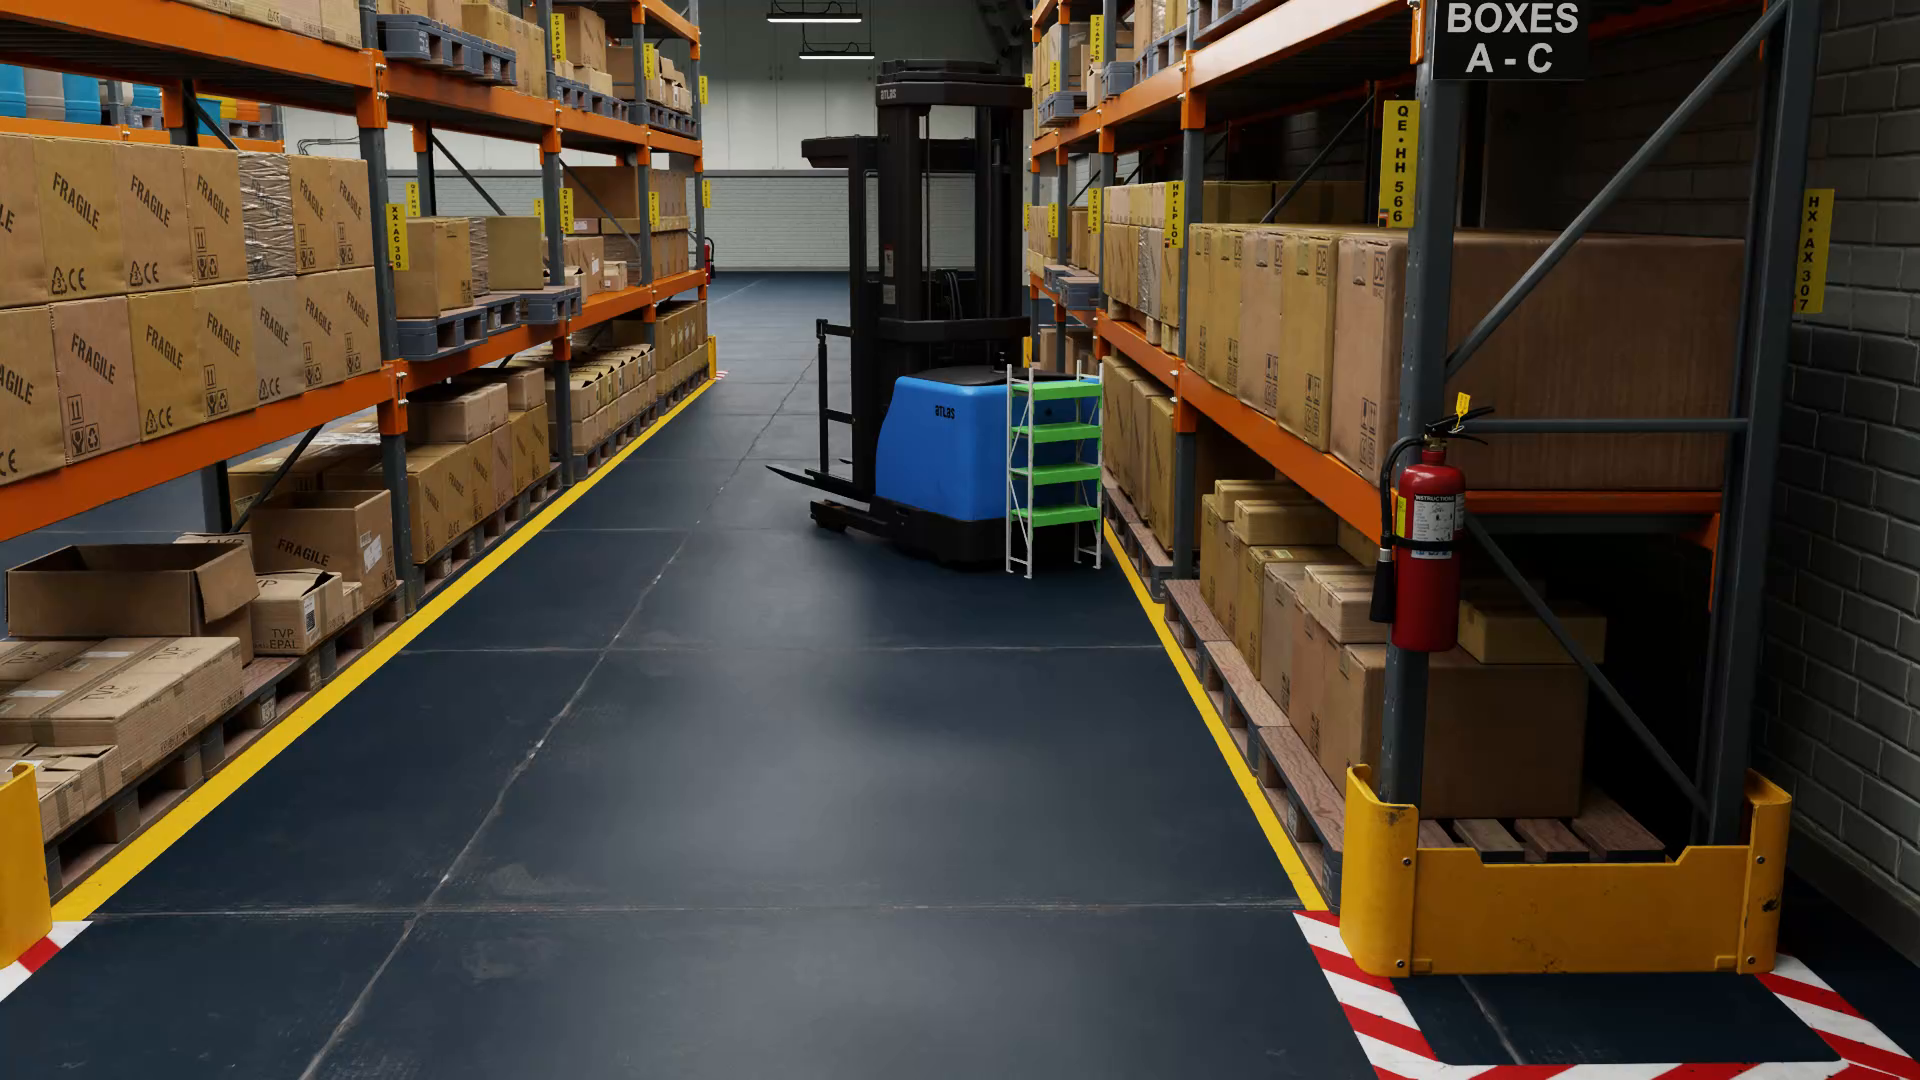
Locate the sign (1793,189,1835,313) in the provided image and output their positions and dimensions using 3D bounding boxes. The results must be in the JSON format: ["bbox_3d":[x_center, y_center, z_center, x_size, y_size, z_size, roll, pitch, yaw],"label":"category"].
[{"bbox_3d":[2.254,-0.766,4.413,0.100,0.325,0.005,0,11,-1],"label":"sign"}]

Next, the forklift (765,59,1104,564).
[{"bbox_3d":[-0.334,-1.542,10.790,1.130,2.935,3.031,-7,13,-31],"label":"forklift"}]

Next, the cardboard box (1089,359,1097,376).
[{"bbox_3d":[1.513,-1.327,14.737,0.700,0.500,0.500,0,11,-1],"label":"cardboard box"}]

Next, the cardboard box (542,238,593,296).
[{"bbox_3d":[-3.481,-2.358,14.385,0.500,0.500,0.500,0,11,-1],"label":"cardboard box"}]

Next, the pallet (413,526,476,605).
[{"bbox_3d":[-3.391,0.130,9.390,1.003,0.211,1.213,0,11,-1],"label":"pallet"}]

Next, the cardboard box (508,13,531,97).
[{"bbox_3d":[-3.366,-3.202,11.001,0.910,0.500,0.500,0,11,-1],"label":"cardboard box"}]

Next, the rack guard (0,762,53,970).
[{"bbox_3d":[-3.255,0.929,4.720,1.175,0.500,0.348,0,11,-1],"label":"rack guard"}]

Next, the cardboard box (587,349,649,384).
[{"bbox_3d":[-3.190,-1.616,15.430,0.500,0.311,0.500,0,11,0],"label":"cardboard box"}]

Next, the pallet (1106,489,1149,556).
[{"bbox_3d":[1.497,-0.126,10.651,1.003,0.211,1.213,0,11,-1],"label":"pallet"}]

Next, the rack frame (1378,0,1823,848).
[{"bbox_3d":[1.699,-0.302,4.501,1.000,3.000,0.127,0,11,-1],"label":"rack frame"}]

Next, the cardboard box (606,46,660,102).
[{"bbox_3d":[-3.249,-4.561,16.290,0.500,0.500,0.500,1,11,4],"label":"cardboard box"}]

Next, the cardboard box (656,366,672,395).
[{"bbox_3d":[-3.208,-1.618,16.847,0.500,0.250,0.500,0,11,-1],"label":"cardboard box"}]

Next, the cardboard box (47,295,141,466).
[{"bbox_3d":[-3.015,-0.521,5.333,0.500,0.500,0.500,0,11,-2],"label":"cardboard box"}]

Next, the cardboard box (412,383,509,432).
[{"bbox_3d":[-3.135,-0.829,10.397,0.500,0.250,0.500,0,11,-2],"label":"cardboard box"}]

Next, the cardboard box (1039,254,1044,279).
[{"bbox_3d":[1.110,-2.915,17.711,0.500,0.250,0.500,0,11,-1],"label":"cardboard box"}]

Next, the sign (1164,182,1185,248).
[{"bbox_3d":[1.074,-1.621,8.293,0.100,0.325,0.005,0,11,-1],"label":"sign"}]

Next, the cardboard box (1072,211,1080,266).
[{"bbox_3d":[1.427,-2.850,15.706,0.700,0.500,0.500,0,11,-1],"label":"cardboard box"}]

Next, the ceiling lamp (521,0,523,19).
[{"bbox_3d":[-10.591,-14.292,43.693,2.000,3.185,0.800,0,11,-1],"label":"ceiling lamp"}]

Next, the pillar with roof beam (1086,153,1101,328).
[{"bbox_3d":[-2.181,-7.462,24.705,9.100,9.000,0.400,0,11,-1],"label":"pillar with roof beam"}]

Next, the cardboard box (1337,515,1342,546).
[{"bbox_3d":[1.748,-0.069,6.952,0.380,0.149,0.250,0,11,-1],"label":"cardboard box"}]

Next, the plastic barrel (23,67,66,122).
[{"bbox_3d":[-8.213,-4.132,14.576,0.600,0.901,0.600,0,11,0],"label":"plastic barrel"}]

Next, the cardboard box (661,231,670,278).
[{"bbox_3d":[-3.553,-3.109,18.090,0.700,0.500,0.500,0,11,1],"label":"cardboard box"}]

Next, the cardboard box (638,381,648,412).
[{"bbox_3d":[-3.195,-1.342,15.491,0.500,0.250,0.500,0,11,-2],"label":"cardboard box"}]

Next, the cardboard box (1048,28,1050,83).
[{"bbox_3d":[1.147,-4.914,16.875,0.500,0.500,0.500,0,11,2],"label":"cardboard box"}]

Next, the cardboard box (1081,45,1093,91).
[{"bbox_3d":[1.382,-4.303,15.372,0.500,0.500,0.500,1,12,7],"label":"cardboard box"}]

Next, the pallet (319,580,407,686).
[{"bbox_3d":[-3.323,0.428,7.921,1.003,0.211,1.213,0,11,-1],"label":"pallet"}]

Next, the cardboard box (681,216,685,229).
[{"bbox_3d":[-3.374,-3.650,19.122,0.380,0.149,0.250,0,11,-2],"label":"cardboard box"}]

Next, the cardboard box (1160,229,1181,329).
[{"bbox_3d":[1.354,-1.392,8.826,0.500,0.500,0.500,0,11,-2],"label":"cardboard box"}]

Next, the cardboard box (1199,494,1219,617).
[{"bbox_3d":[1.529,0.072,7.892,0.700,0.500,0.500,0,11,0],"label":"cardboard box"}]

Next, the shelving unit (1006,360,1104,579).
[{"bbox_3d":[0.545,-0.413,9.578,0.503,1.200,0.258,-7,13,-31],"label":"shelving unit"}]

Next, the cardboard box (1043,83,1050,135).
[{"bbox_3d":[1.146,-4.526,17.477,0.500,0.500,0.500,-1,11,-3],"label":"cardboard box"}]

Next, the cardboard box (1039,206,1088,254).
[{"bbox_3d":[1.116,-3.283,17.637,0.500,0.500,0.500,-1,11,-3],"label":"cardboard box"}]

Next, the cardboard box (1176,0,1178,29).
[{"bbox_3d":[1.685,-3.217,9.969,0.700,0.500,0.500,0,11,-1],"label":"cardboard box"}]

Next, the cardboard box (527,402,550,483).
[{"bbox_3d":[-3.165,-0.676,11.529,0.500,0.500,0.500,0,11,1],"label":"cardboard box"}]

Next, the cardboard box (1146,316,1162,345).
[{"bbox_3d":[1.273,-1.203,9.528,0.380,0.149,0.250,0,11,-1],"label":"cardboard box"}]

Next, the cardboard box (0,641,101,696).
[{"bbox_3d":[-3.501,0.555,6.086,0.500,0.250,0.500,0,11,-1],"label":"cardboard box"}]

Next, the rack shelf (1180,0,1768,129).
[{"bbox_3d":[1.657,-1.817,6.234,1.077,0.370,4.000,0,11,-1],"label":"rack shelf"}]

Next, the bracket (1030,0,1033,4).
[{"bbox_3d":[1.582,-11.033,33.254,0.076,0.066,4.783,0,11,-1],"label":"bracket"}]

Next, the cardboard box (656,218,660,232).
[{"bbox_3d":[-3.336,-3.290,17.349,0.380,0.149,0.250,-1,11,-3],"label":"cardboard box"}]

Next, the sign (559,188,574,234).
[{"bbox_3d":[-2.877,-2.403,12.149,0.100,0.325,0.005,0,11,-1],"label":"sign"}]

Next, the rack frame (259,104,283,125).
[{"bbox_3d":[-8.537,-6.381,19.381,1.000,3.000,0.127,0,11,-1],"label":"rack frame"}]

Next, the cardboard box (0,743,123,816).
[{"bbox_3d":[-2.924,0.758,5.297,0.380,0.166,0.250,0,11,-1],"label":"cardboard box"}]

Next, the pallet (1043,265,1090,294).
[{"bbox_3d":[1.321,-2.440,15.526,1.003,0.211,1.213,0,11,-1],"label":"pallet"}]

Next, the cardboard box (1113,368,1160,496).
[{"bbox_3d":[1.429,-0.723,10.930,0.750,0.750,0.750,0,11,-1],"label":"cardboard box"}]

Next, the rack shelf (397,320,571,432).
[{"bbox_3d":[-3.378,-1.121,10.348,1.077,0.370,4.000,0,11,-1],"label":"rack shelf"}]

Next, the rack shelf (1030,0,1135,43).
[{"bbox_3d":[1.409,-5.670,17.694,1.077,0.370,4.000,0,11,-1],"label":"rack shelf"}]

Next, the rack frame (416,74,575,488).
[{"bbox_3d":[-3.419,-1.871,12.236,1.000,3.000,0.127,0,11,-1],"label":"rack frame"}]

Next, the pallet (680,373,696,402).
[{"bbox_3d":[-3.505,-1.701,18.411,1.003,0.211,1.213,0,11,-1],"label":"pallet"}]

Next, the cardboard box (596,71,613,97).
[{"bbox_3d":[-3.499,-4.146,15.226,0.500,0.250,0.500,1,12,5],"label":"cardboard box"}]

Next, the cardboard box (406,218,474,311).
[{"bbox_3d":[-3.200,-1.562,9.406,0.700,0.500,0.500,2,12,8],"label":"cardboard box"}]

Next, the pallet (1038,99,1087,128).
[{"bbox_3d":[1.357,-3.942,15.372,1.213,0.211,1.003,0,11,-1],"label":"pallet"}]

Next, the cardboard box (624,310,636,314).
[{"bbox_3d":[-3.743,-2.182,17.742,0.500,0.500,0.500,0,11,-1],"label":"cardboard box"}]

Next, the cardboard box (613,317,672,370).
[{"bbox_3d":[-3.198,-1.985,16.773,0.500,0.500,0.500,0,11,-1],"label":"cardboard box"}]

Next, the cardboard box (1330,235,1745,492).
[{"bbox_3d":[1.678,-0.550,4.971,0.980,0.700,0.700,0,11,1],"label":"cardboard box"}]

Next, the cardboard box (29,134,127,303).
[{"bbox_3d":[-3.018,-1.013,5.240,0.500,0.500,0.500,0,11,-1],"label":"cardboard box"}]

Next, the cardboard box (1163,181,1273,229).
[{"bbox_3d":[1.351,-1.761,8.757,0.500,0.250,0.500,0,11,0],"label":"cardboard box"}]

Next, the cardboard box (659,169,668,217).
[{"bbox_3d":[-3.549,-3.738,17.926,0.700,0.500,0.500,0,11,-1],"label":"cardboard box"}]
